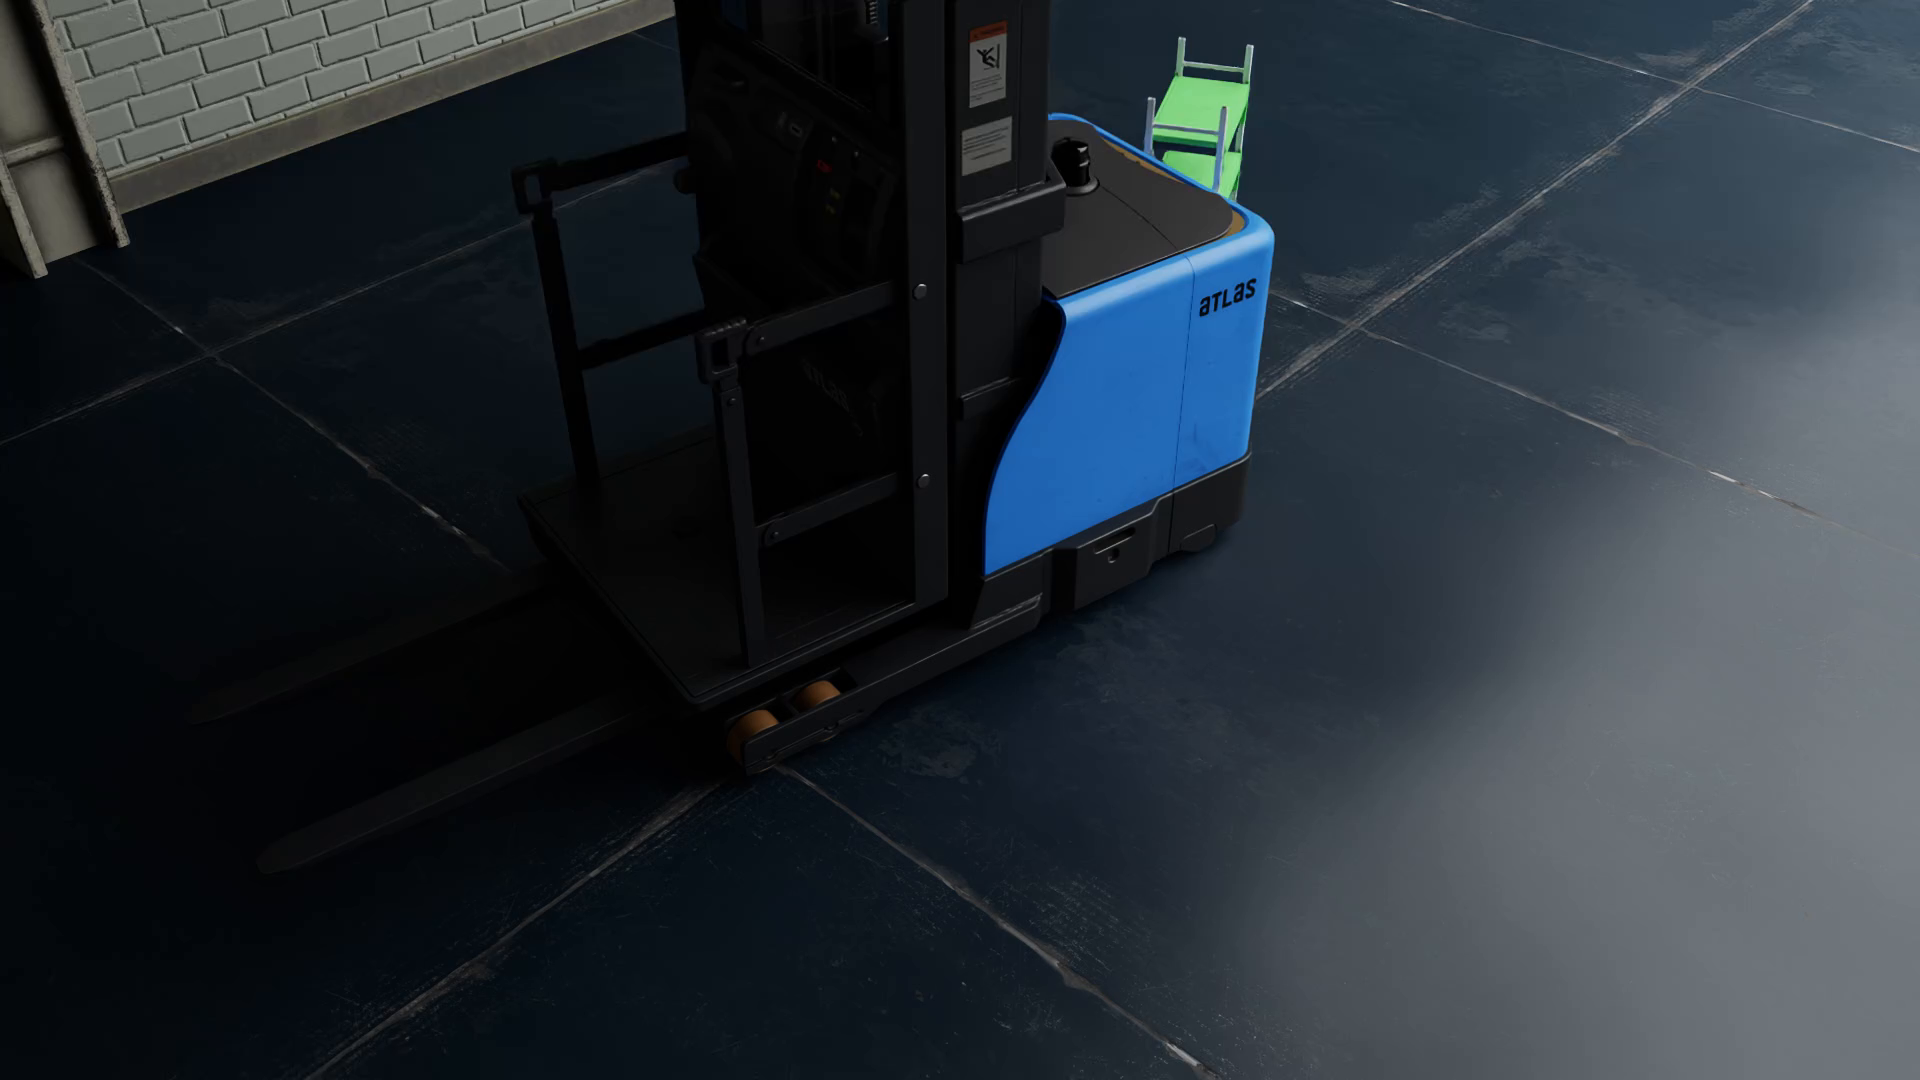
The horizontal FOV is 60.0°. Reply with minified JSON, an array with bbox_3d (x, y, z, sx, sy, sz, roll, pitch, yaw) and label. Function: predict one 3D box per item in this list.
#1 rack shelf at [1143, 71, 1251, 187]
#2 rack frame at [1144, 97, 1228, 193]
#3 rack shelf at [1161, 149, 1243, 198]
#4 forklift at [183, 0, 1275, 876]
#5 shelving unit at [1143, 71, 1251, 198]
[{"bbox_3d":[0.750,-1.305,5.259,0.258,0.148,0.480,10,40,13],"label":"rack shelf"},{"bbox_3d":[0.680,-0.834,5.335,0.240,1.200,0.015,10,40,13],"label":"rack frame"},{"bbox_3d":[0.750,-1.118,5.408,0.258,0.148,0.480,10,40,13],"label":"rack shelf"},{"bbox_3d":[-0.597,-0.900,4.026,3.031,2.935,1.130,-24,44,-27],"label":"forklift"},{"bbox_3d":[0.748,-0.976,5.514,0.258,1.200,0.492,10,40,13],"label":"shelving unit"}]
